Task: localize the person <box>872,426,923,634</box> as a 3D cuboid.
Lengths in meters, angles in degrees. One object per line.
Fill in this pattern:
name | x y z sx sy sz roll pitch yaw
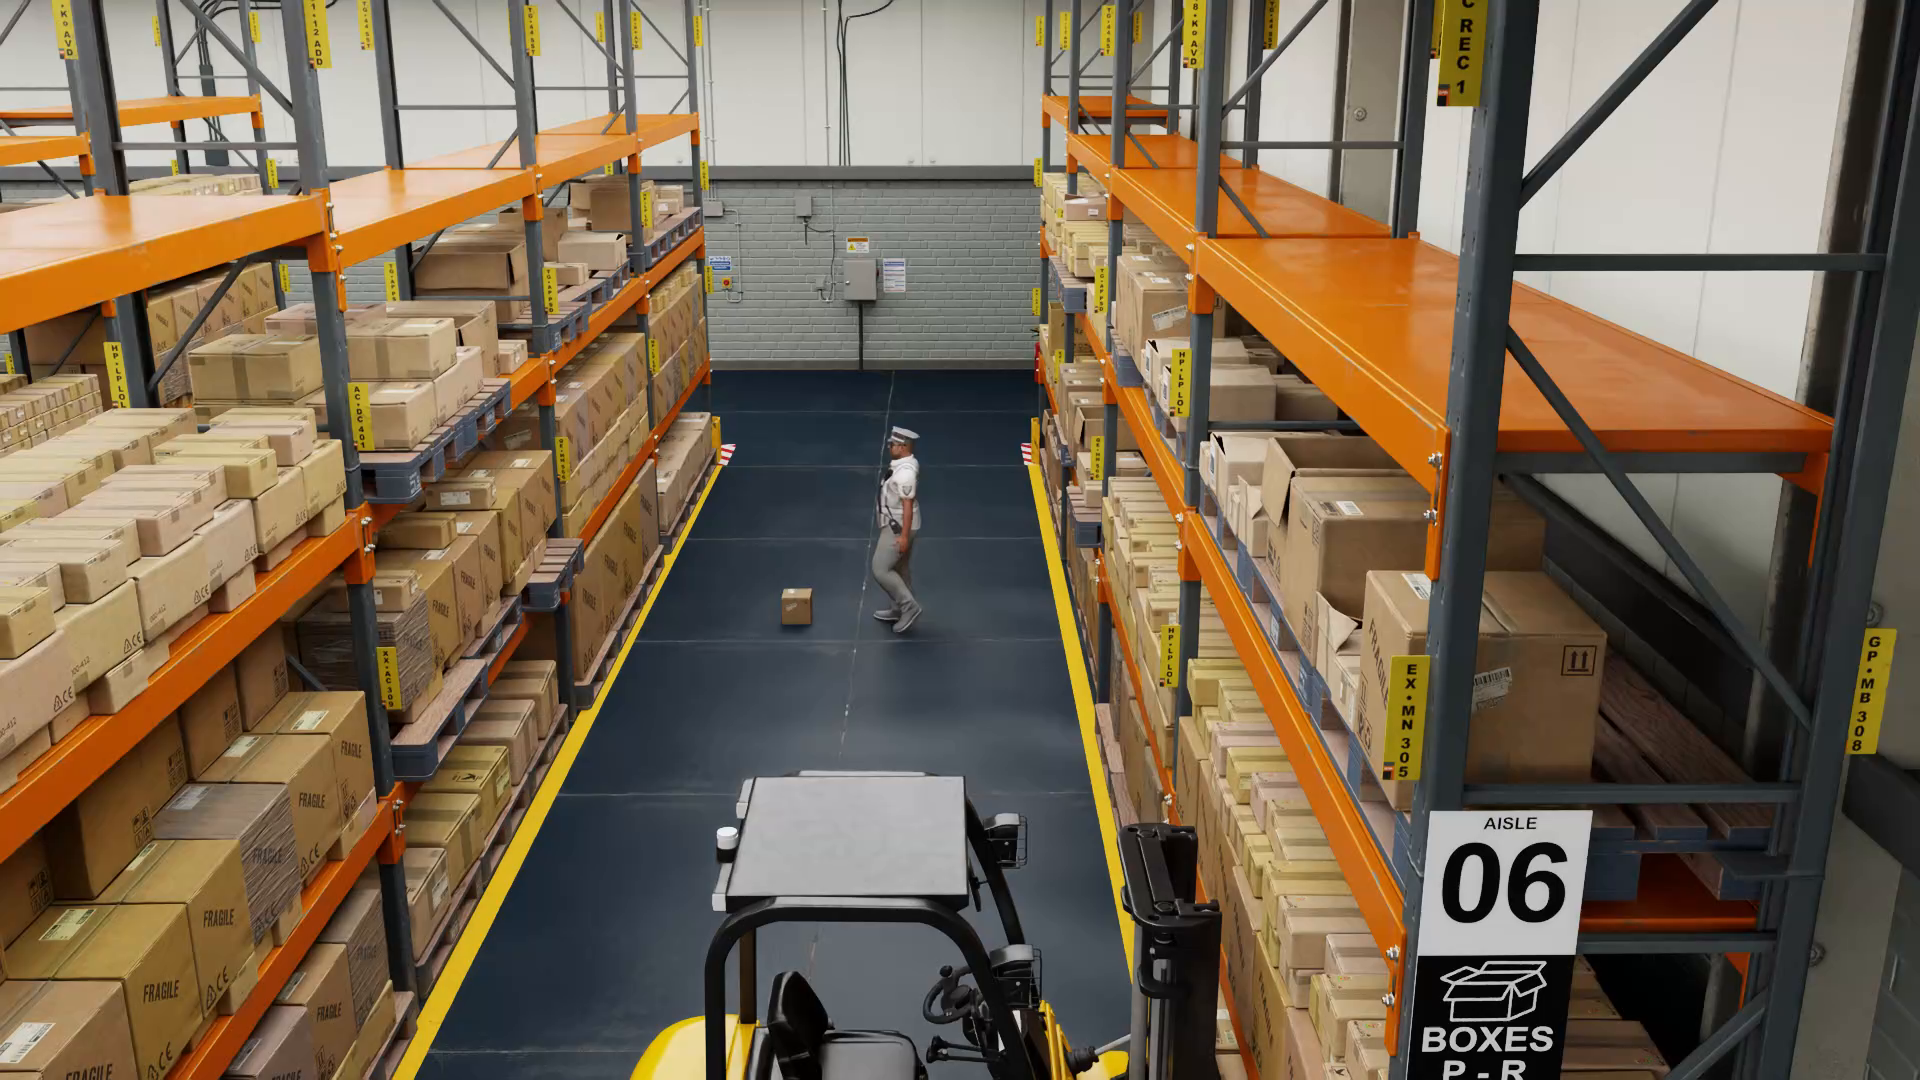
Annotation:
person | -0.548 -0.112 14.441 0.449 1.775 0.571 0 17 1
